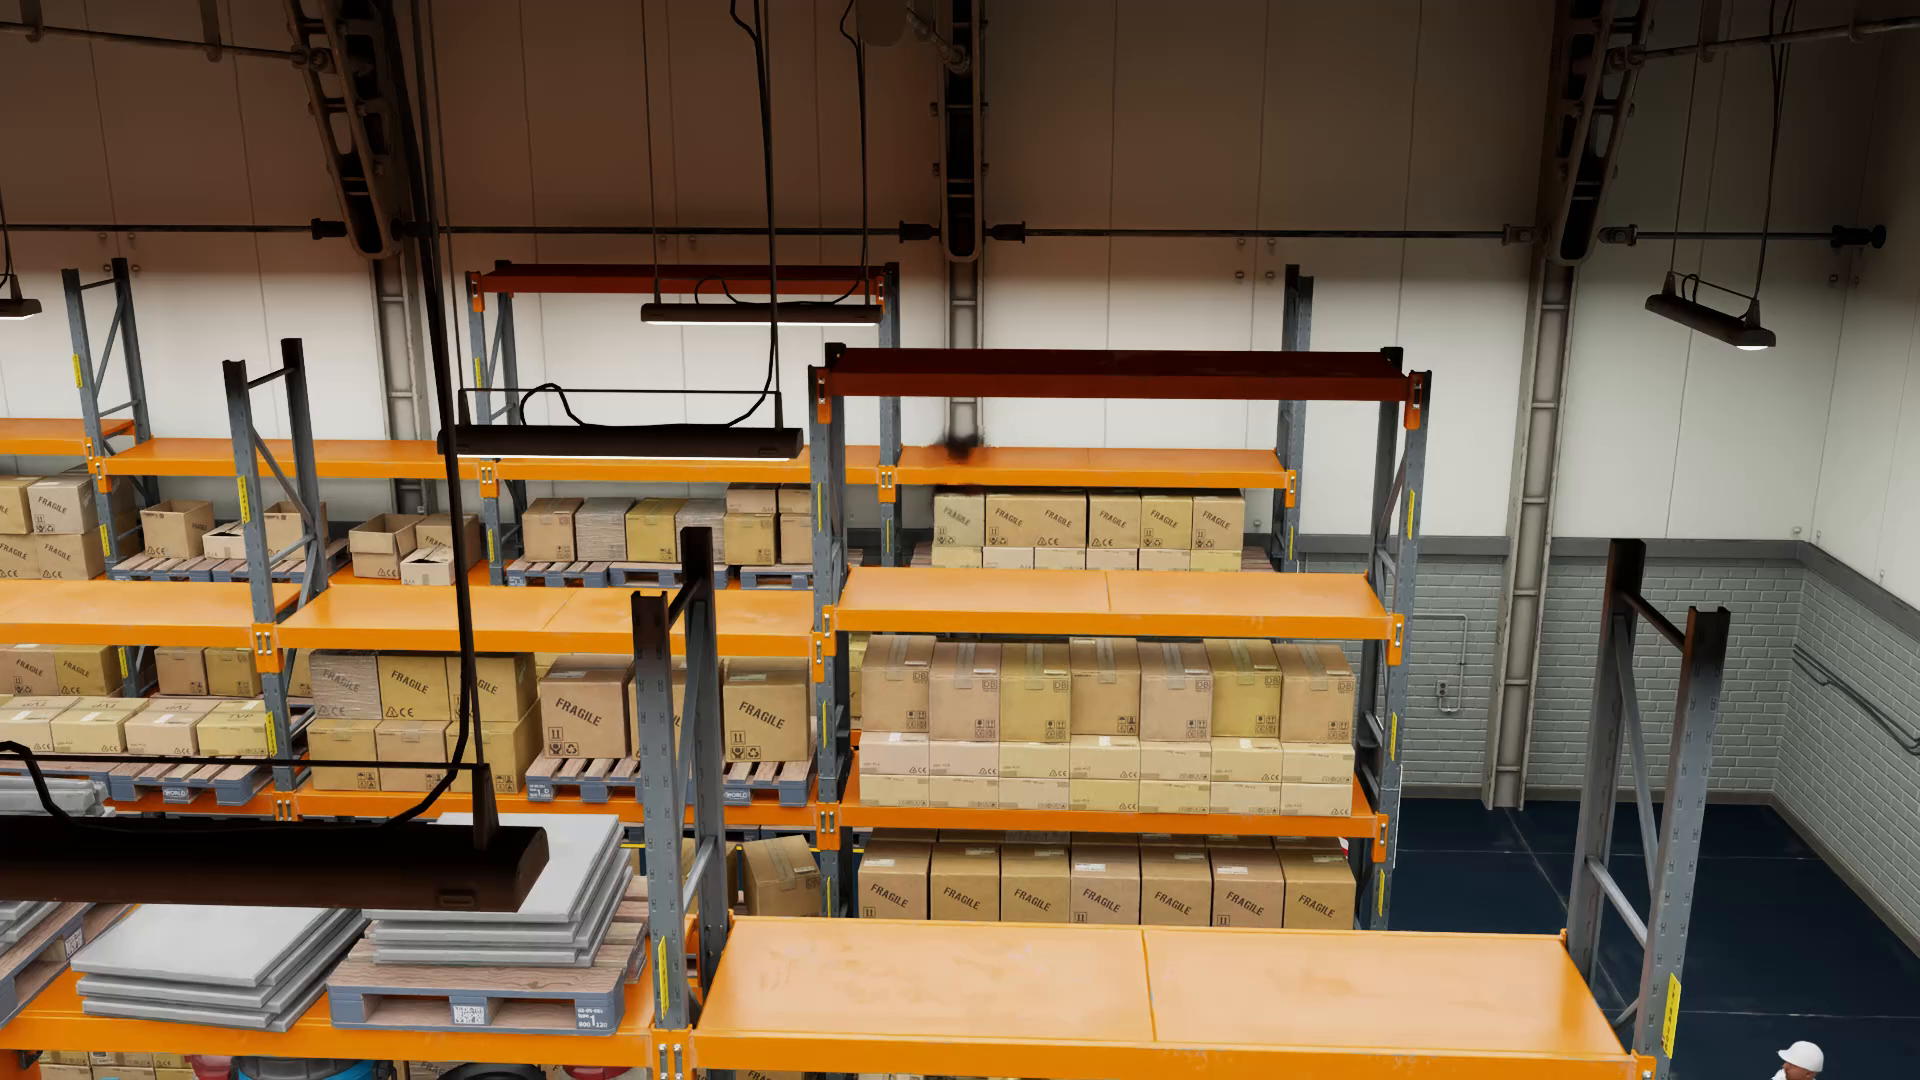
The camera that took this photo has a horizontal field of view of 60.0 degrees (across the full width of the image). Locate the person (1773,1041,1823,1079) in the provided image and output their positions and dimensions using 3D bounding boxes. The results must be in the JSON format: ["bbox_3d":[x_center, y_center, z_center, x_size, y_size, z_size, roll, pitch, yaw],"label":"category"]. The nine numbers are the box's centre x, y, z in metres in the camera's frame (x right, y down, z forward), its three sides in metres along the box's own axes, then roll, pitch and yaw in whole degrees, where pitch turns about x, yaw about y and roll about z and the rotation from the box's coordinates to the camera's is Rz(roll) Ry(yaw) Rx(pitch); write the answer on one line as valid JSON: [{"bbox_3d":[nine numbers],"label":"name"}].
[{"bbox_3d":[5.460,4.152,11.091,0.503,1.798,0.587,-3,16,-10],"label":"person"}]
